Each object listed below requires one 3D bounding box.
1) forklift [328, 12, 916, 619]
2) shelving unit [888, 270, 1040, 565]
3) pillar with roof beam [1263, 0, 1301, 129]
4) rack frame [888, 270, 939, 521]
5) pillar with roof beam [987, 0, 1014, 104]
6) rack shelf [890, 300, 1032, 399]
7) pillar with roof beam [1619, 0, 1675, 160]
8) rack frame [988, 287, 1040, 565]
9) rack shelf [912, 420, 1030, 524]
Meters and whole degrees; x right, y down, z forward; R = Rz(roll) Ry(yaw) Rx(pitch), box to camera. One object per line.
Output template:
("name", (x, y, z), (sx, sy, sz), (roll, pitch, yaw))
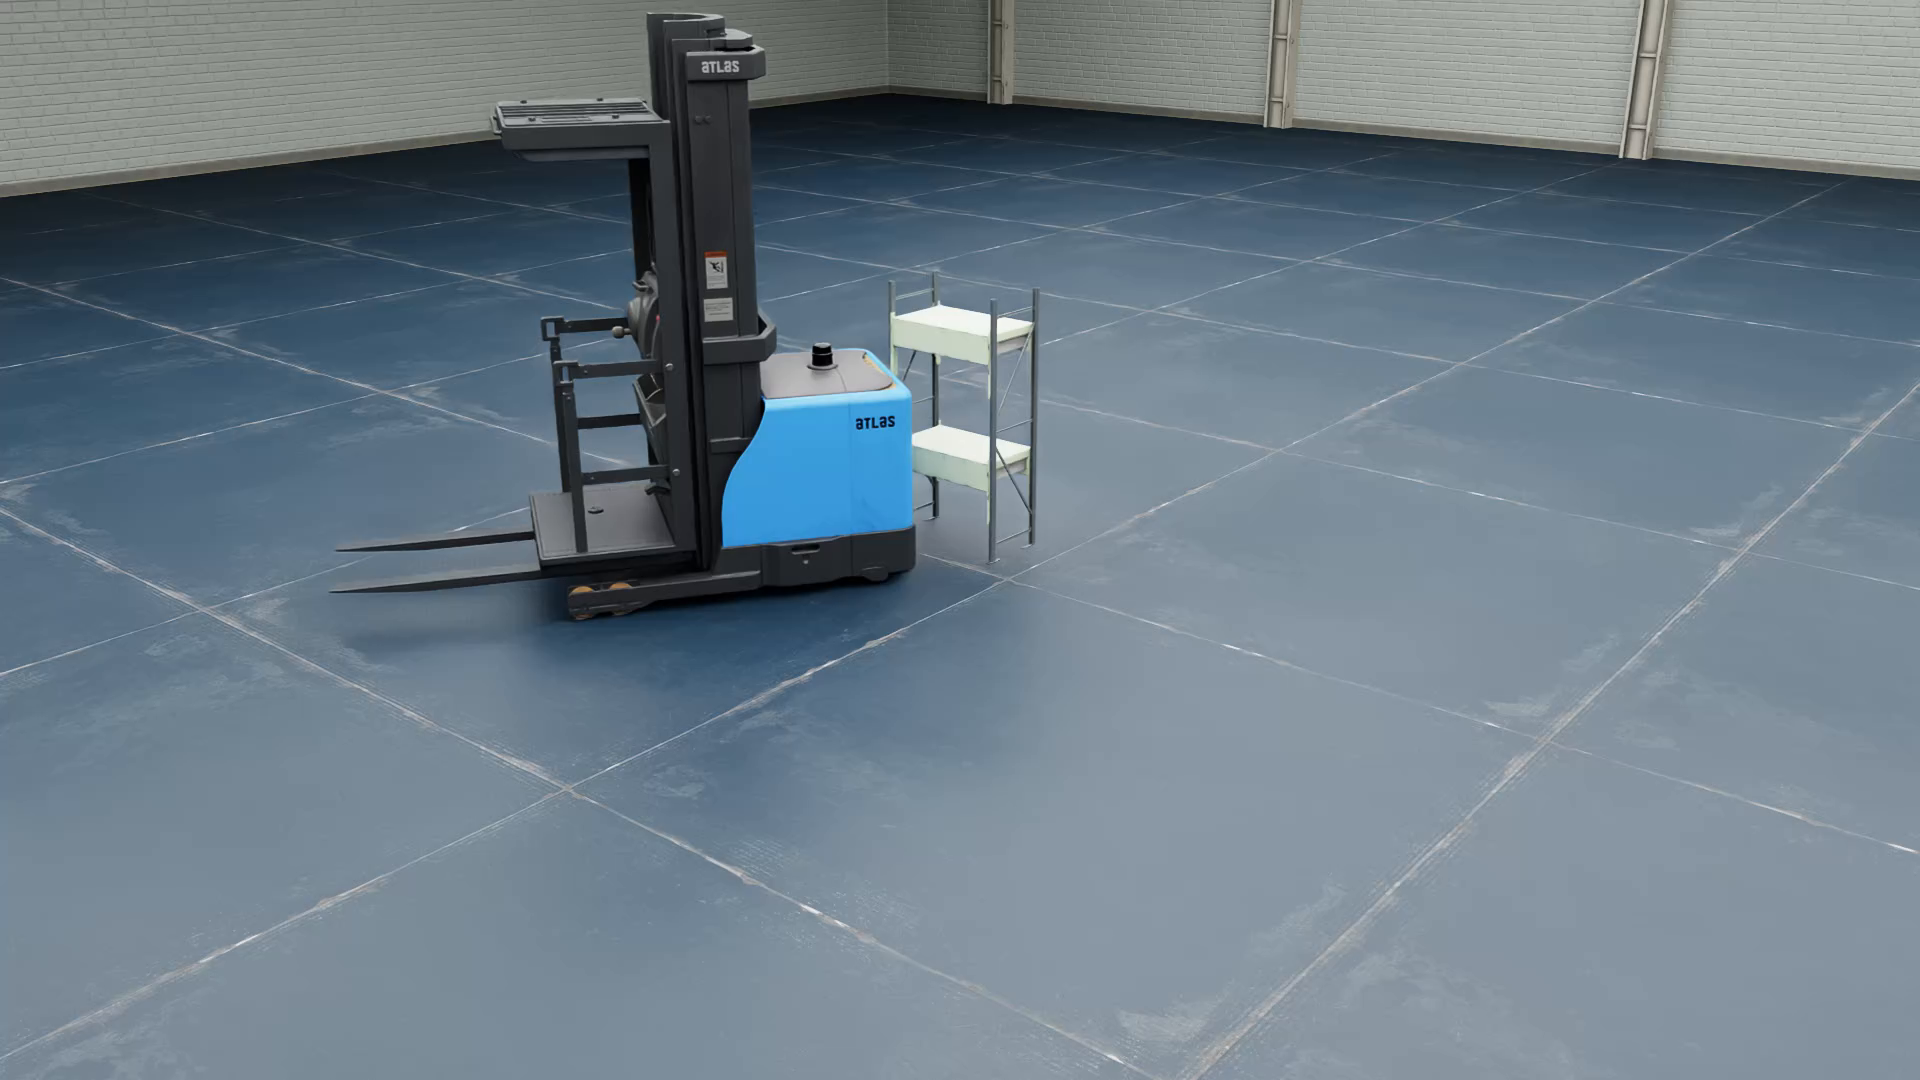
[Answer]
("forklift", (-1.818, -1.169, 8.615), (3.031, 2.935, 1.130), (-6, 21, -16))
("shelving unit", (0.018, -0.703, 9.408), (0.755, 1.500, 0.431), (17, 26, 37))
("pillar with roof beam", (2.695, -10.070, 23.618), (0.400, 9.000, 9.100), (16, 26, 36))
("rack frame", (-0.262, -0.787, 9.629), (0.023, 1.500, 0.400), (17, 26, 37))
("pillar with roof beam", (-1.953, -11.408, 27.168), (0.400, 9.000, 9.100), (16, 26, 36))
("rack shelf", (0.018, -1.069, 9.270), (0.720, 0.370, 0.431), (17, 26, 37))
("pillar with roof beam", (7.344, -8.731, 20.068), (0.400, 9.000, 9.100), (16, 26, 36))
("rack frame", (0.297, -0.620, 9.187), (0.023, 1.500, 0.400), (17, 26, 37))
("rack shelf", (0.018, -0.398, 9.523), (0.720, 0.370, 0.431), (17, 26, 37))
